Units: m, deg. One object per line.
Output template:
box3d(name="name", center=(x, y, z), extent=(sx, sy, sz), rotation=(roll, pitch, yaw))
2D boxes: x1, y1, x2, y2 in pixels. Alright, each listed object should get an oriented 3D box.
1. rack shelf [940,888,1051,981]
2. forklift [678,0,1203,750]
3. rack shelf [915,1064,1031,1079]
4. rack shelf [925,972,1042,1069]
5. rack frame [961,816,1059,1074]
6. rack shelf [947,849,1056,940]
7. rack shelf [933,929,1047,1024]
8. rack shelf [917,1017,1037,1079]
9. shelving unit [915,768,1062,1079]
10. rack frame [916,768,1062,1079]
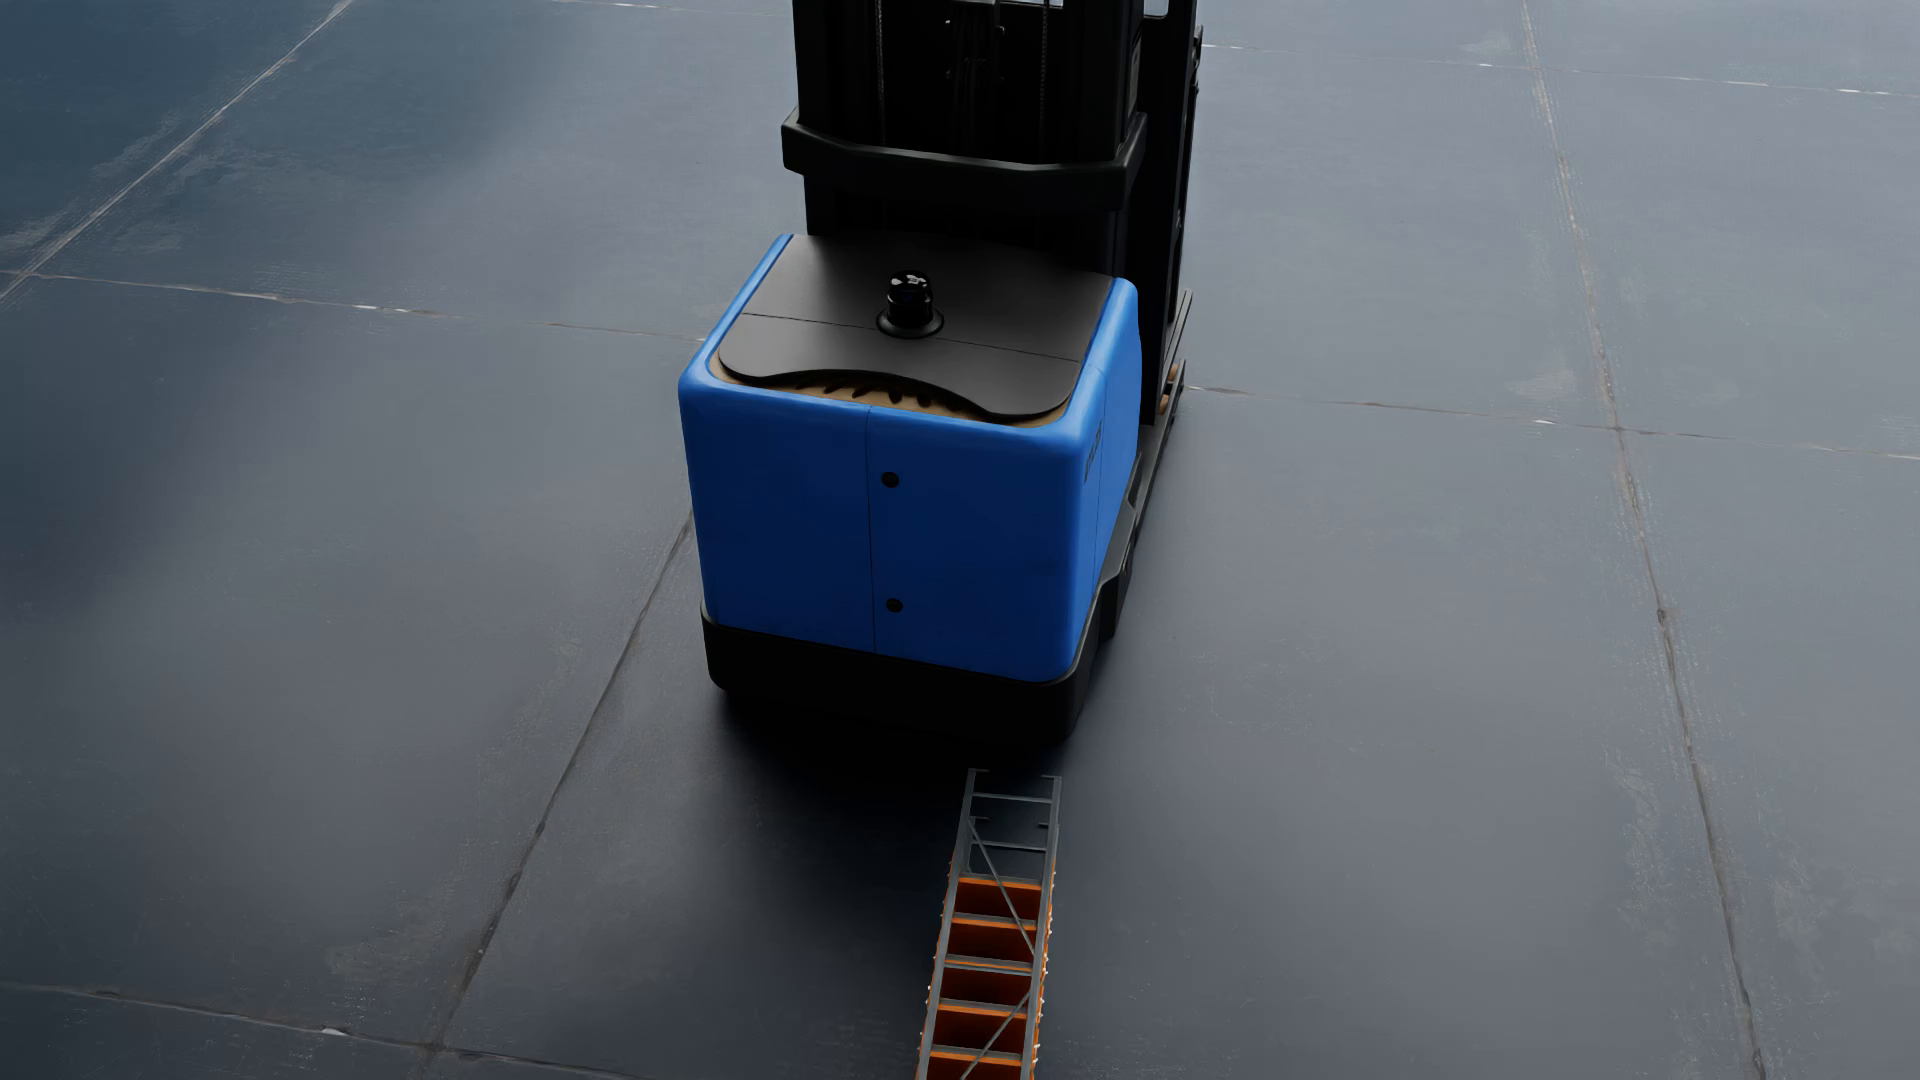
box3d(name="rack shelf", center=(0.085, 0.940, 3.961), extent=(0.258, 0.180, 0.103), rotation=(5, 40, 6))
box3d(name="forklift", center=(0.159, -1.514, 4.781), extent=(1.130, 2.935, 3.031), rotation=(10, 41, 11))
box3d(name="rack shelf", center=(0.024, 1.243, 3.595), extent=(0.258, 0.180, 0.103), rotation=(5, 40, 6))
box3d(name="rack shelf", center=(0.055, 1.091, 3.778), extent=(0.258, 0.180, 0.103), rotation=(5, 40, 6))
box3d(name="rack frame", center=(0.064, 1.114, 3.894), extent=(0.240, 0.006, 1.200), rotation=(5, 40, 6))
box3d(name="rack shelf", center=(0.100, 0.864, 4.053), extent=(0.258, 0.180, 0.103), rotation=(5, 40, 6))
box3d(name="rack shelf", center=(0.070, 1.016, 3.870), extent=(0.258, 0.180, 0.103), rotation=(5, 40, 6))
box3d(name="rack shelf", center=(0.039, 1.167, 3.686), extent=(0.258, 0.180, 0.103), rotation=(5, 40, 6))
box3d(name="shelving unit", center=(0.064, 1.044, 3.836), extent=(0.258, 0.189, 1.200), rotation=(5, 40, 6))
box3d(name="rack frame", center=(0.064, 0.973, 3.777), extent=(0.240, 0.006, 1.200), rotation=(5, 40, 6))
